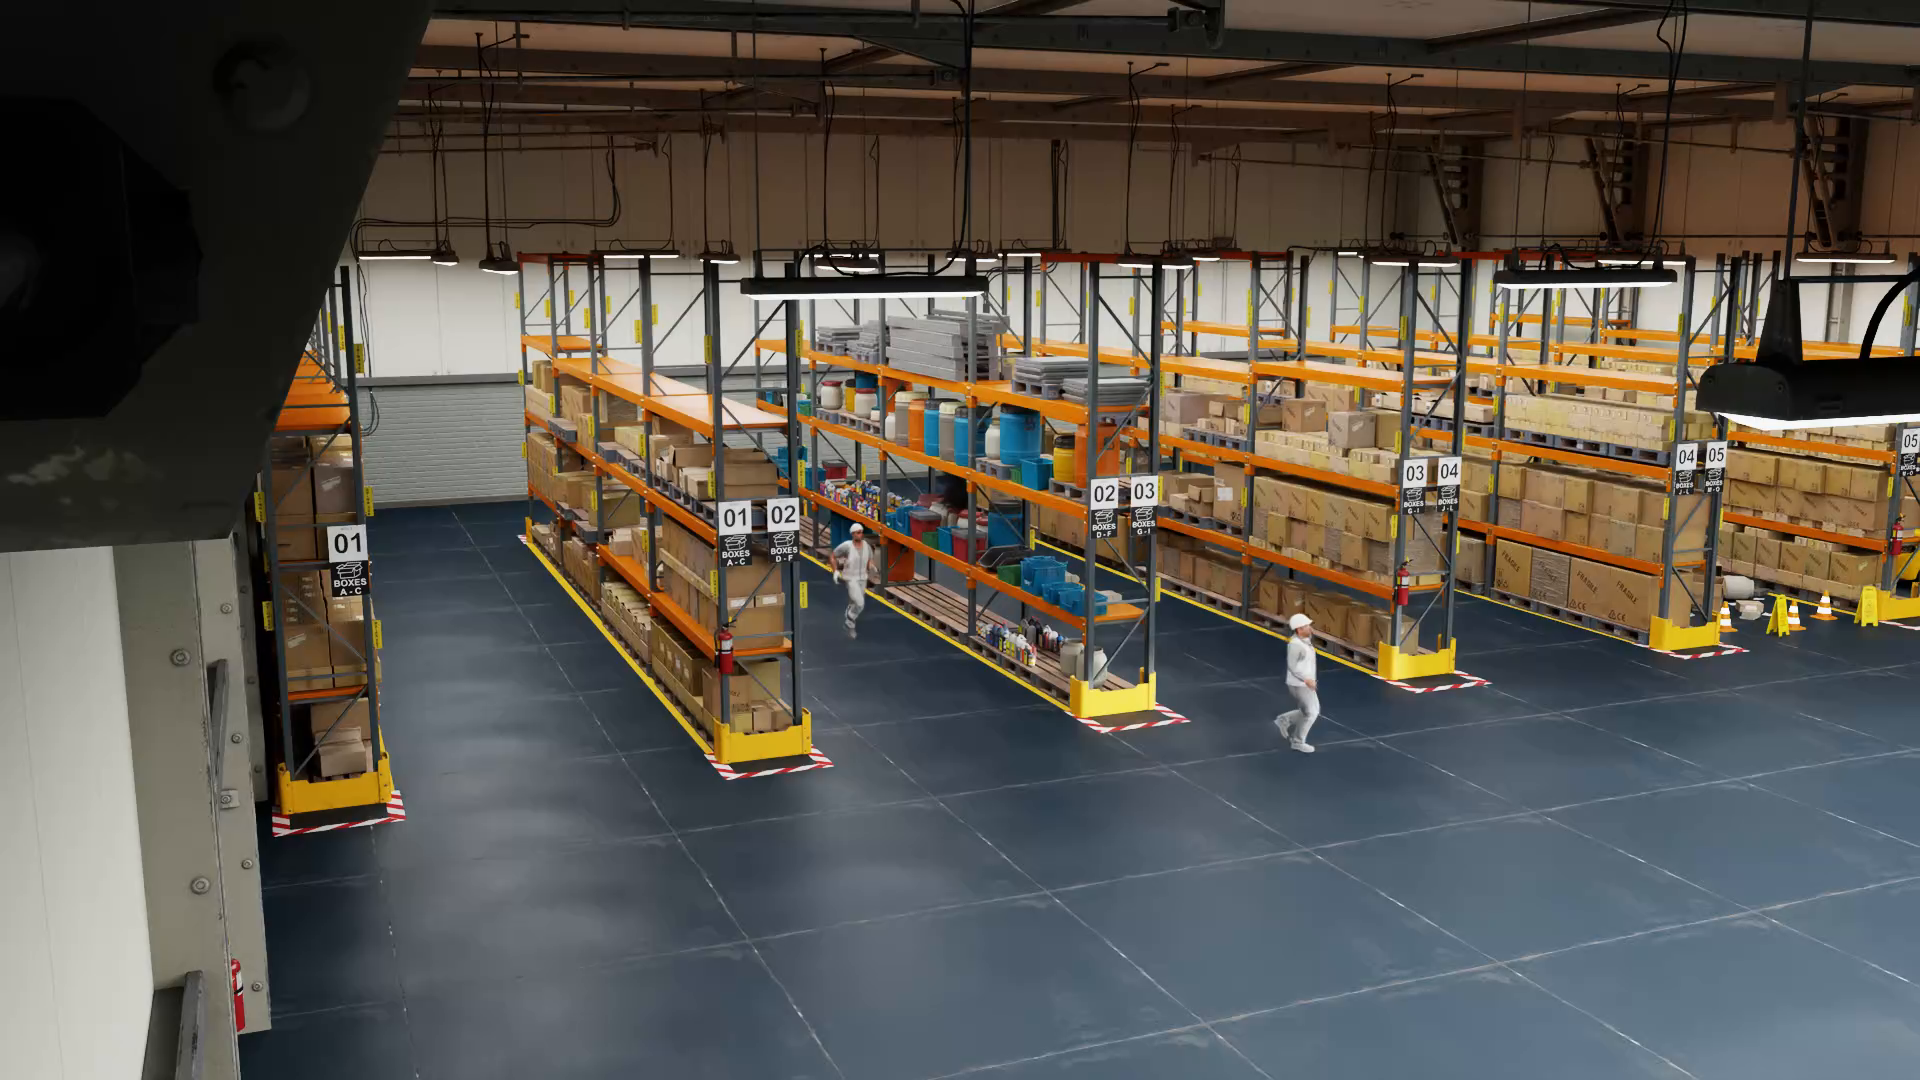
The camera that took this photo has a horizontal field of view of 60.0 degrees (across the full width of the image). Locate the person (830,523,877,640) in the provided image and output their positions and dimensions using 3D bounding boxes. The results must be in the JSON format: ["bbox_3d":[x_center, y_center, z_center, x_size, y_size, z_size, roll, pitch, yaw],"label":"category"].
[{"bbox_3d":[-1.559,0.633,25.089,0.654,1.791,0.737,-9,14,-40],"label":"person"}]

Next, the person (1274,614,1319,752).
[{"bbox_3d":[4.188,1.761,20.648,0.545,1.740,0.661,3,11,17],"label":"person"}]
